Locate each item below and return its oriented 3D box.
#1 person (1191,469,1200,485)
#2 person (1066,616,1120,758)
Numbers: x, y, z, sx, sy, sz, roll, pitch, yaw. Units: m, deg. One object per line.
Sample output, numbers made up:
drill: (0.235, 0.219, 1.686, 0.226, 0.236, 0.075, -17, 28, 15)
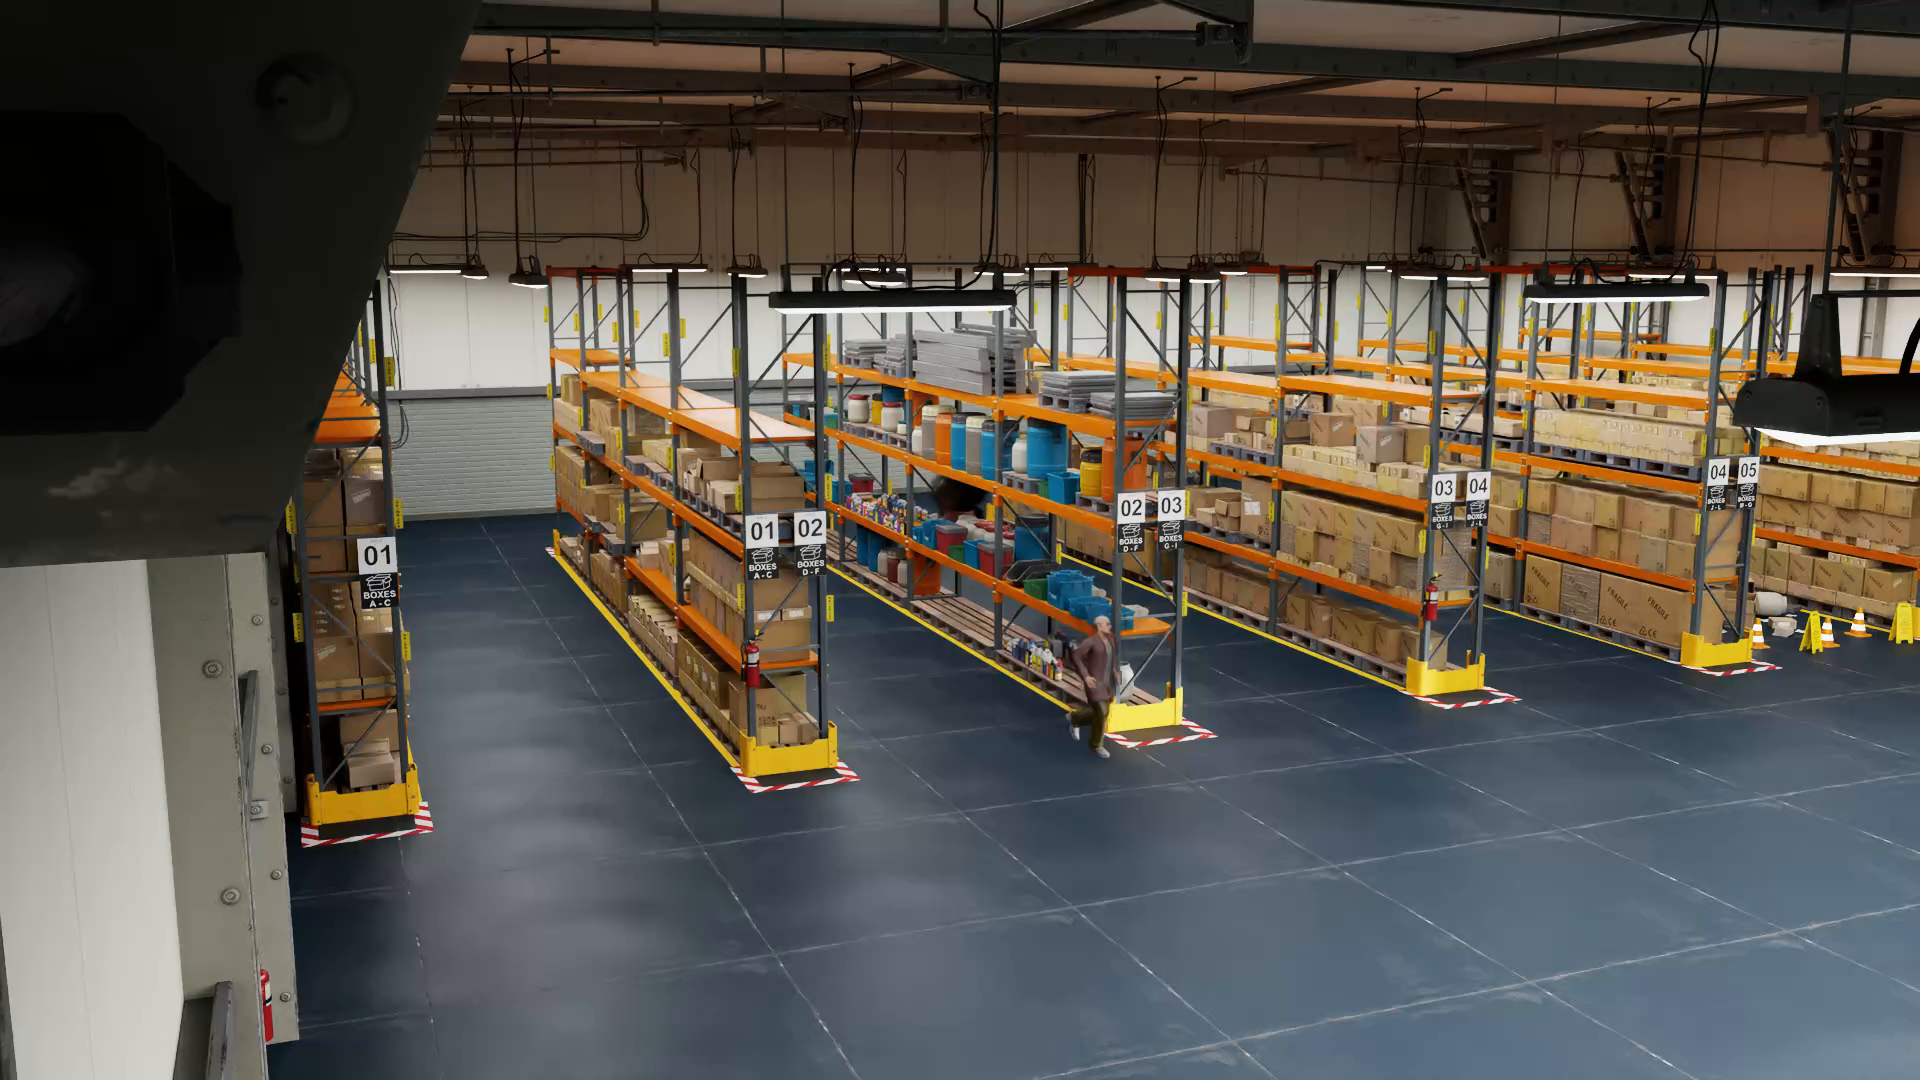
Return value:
person: (6.065, -1.637, 41.804, 0.524, 1.476, 0.666, 2, 10, 10)
person: (1.733, 1.831, 21.251, 0.796, 1.742, 0.763, 9, 13, 41)
